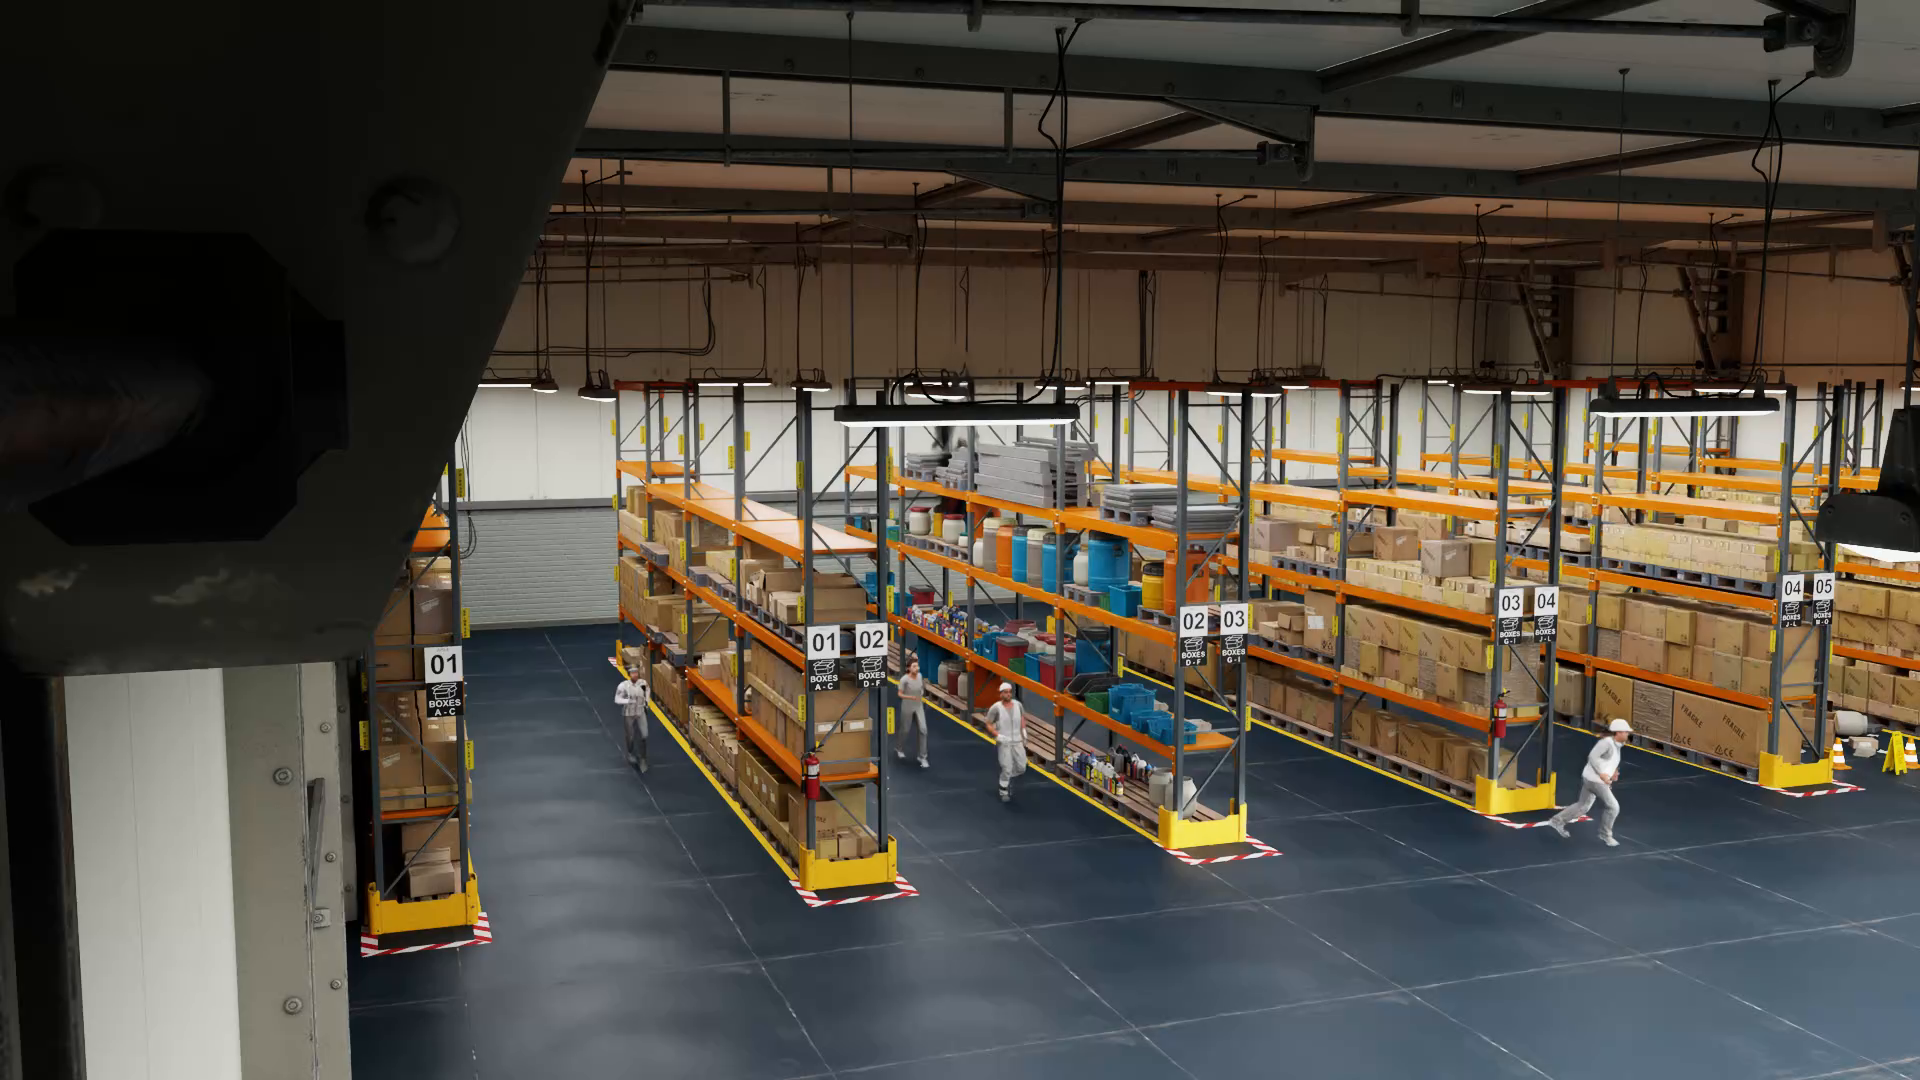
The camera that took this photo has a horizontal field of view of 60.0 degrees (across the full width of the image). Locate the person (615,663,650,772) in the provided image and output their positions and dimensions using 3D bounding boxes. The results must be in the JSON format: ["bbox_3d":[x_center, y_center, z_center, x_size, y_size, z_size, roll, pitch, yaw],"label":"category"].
[{"bbox_3d":[-5.106,2.759,26.002,0.592,1.718,0.763,-2,6,-20],"label":"person"}]

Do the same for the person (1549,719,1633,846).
[{"bbox_3d":[8.366,3.192,22.045,0.988,1.723,0.667,3,7,28],"label":"person"}]

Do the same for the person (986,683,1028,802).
[{"bbox_3d":[0.710,2.926,24.040,0.654,1.744,0.532,-3,7,-24],"label":"person"}]

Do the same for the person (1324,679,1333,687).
[{"bbox_3d":[7.033,2.267,31.332,0.570,1.541,0.597,-2,6,-17],"label":"person"}]

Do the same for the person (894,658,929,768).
[{"bbox_3d":[-0.786,2.707,26.379,0.518,1.696,0.887,-3,7,-26],"label":"person"}]
